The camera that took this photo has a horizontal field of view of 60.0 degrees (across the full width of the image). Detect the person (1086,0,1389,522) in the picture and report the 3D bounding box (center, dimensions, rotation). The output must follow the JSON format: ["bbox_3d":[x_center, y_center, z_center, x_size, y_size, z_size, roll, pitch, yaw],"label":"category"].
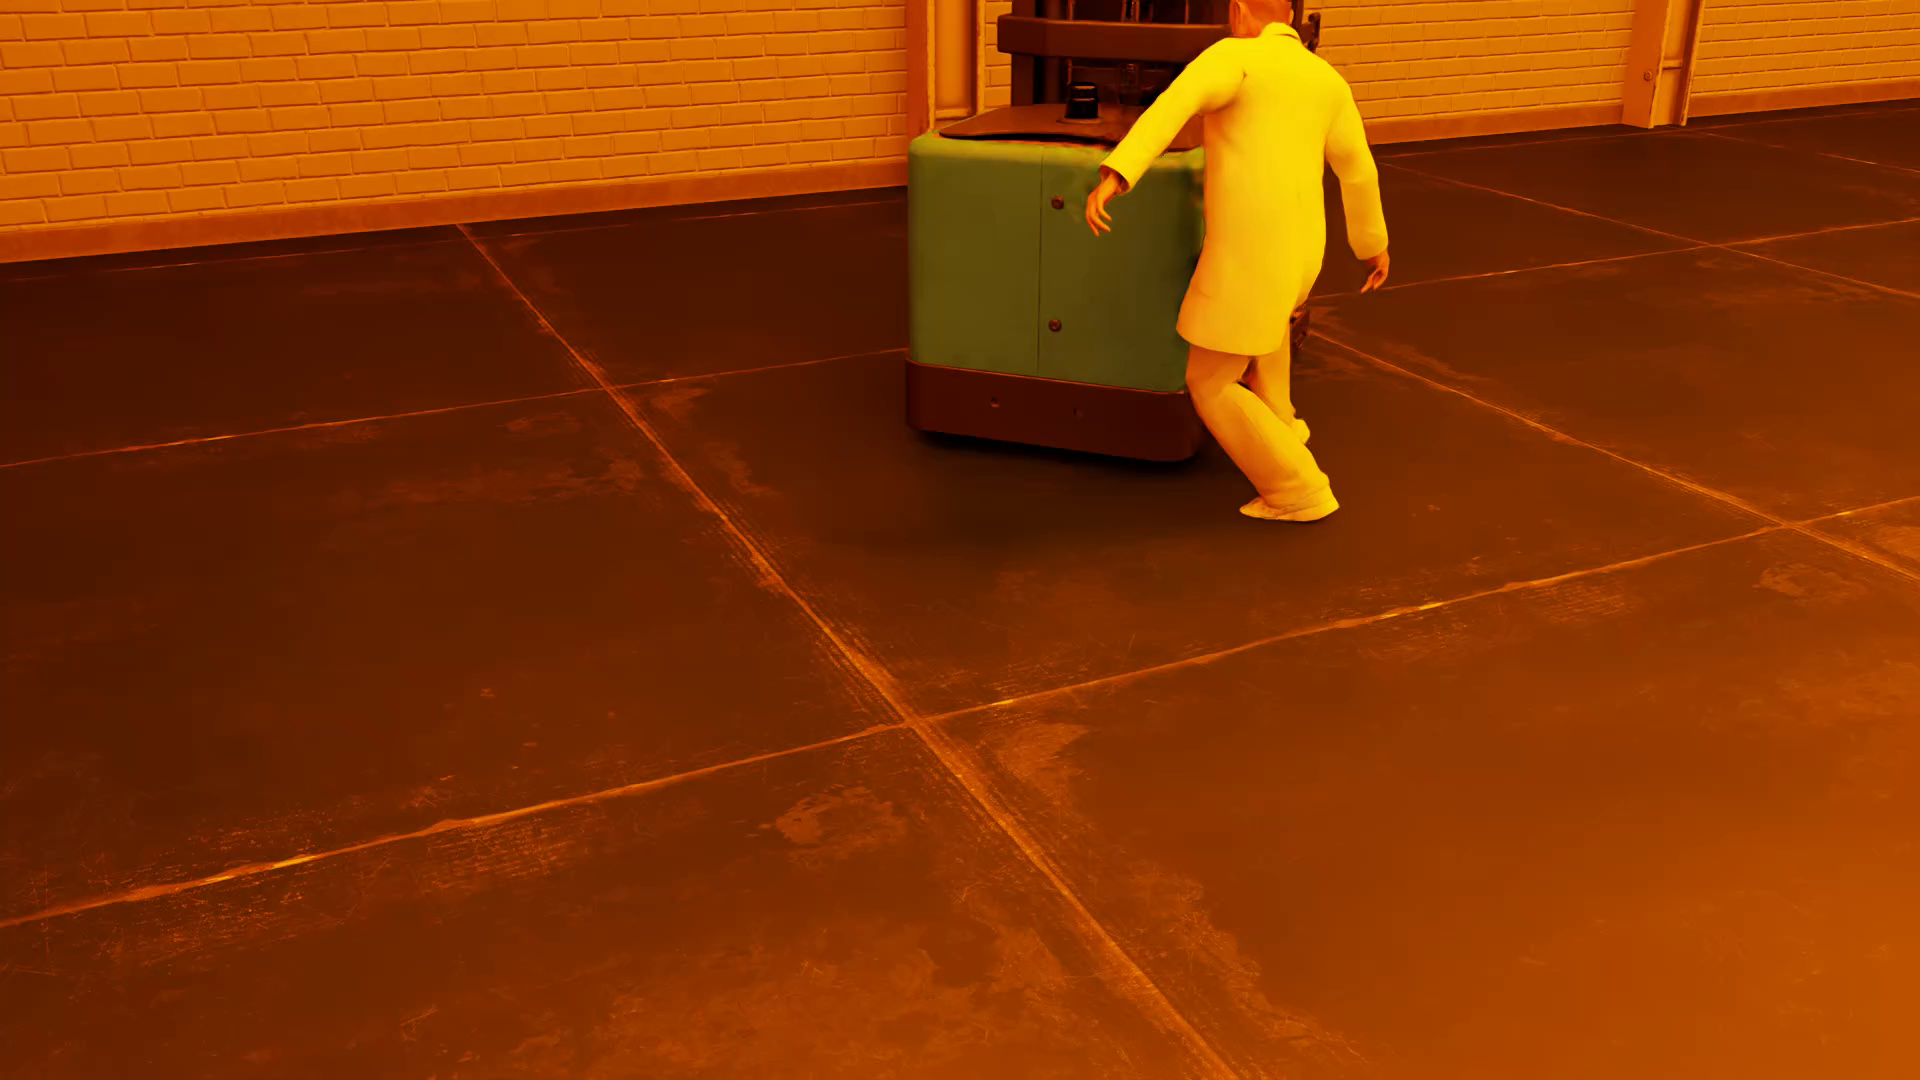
[{"bbox_3d":[0.865,-0.800,5.069,1.232,1.643,0.624,-18,28,-36],"label":"person"}]

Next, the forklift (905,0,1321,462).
[{"bbox_3d":[0.840,-2.147,6.455,1.130,2.935,3.031,9,24,21],"label":"forklift"}]
